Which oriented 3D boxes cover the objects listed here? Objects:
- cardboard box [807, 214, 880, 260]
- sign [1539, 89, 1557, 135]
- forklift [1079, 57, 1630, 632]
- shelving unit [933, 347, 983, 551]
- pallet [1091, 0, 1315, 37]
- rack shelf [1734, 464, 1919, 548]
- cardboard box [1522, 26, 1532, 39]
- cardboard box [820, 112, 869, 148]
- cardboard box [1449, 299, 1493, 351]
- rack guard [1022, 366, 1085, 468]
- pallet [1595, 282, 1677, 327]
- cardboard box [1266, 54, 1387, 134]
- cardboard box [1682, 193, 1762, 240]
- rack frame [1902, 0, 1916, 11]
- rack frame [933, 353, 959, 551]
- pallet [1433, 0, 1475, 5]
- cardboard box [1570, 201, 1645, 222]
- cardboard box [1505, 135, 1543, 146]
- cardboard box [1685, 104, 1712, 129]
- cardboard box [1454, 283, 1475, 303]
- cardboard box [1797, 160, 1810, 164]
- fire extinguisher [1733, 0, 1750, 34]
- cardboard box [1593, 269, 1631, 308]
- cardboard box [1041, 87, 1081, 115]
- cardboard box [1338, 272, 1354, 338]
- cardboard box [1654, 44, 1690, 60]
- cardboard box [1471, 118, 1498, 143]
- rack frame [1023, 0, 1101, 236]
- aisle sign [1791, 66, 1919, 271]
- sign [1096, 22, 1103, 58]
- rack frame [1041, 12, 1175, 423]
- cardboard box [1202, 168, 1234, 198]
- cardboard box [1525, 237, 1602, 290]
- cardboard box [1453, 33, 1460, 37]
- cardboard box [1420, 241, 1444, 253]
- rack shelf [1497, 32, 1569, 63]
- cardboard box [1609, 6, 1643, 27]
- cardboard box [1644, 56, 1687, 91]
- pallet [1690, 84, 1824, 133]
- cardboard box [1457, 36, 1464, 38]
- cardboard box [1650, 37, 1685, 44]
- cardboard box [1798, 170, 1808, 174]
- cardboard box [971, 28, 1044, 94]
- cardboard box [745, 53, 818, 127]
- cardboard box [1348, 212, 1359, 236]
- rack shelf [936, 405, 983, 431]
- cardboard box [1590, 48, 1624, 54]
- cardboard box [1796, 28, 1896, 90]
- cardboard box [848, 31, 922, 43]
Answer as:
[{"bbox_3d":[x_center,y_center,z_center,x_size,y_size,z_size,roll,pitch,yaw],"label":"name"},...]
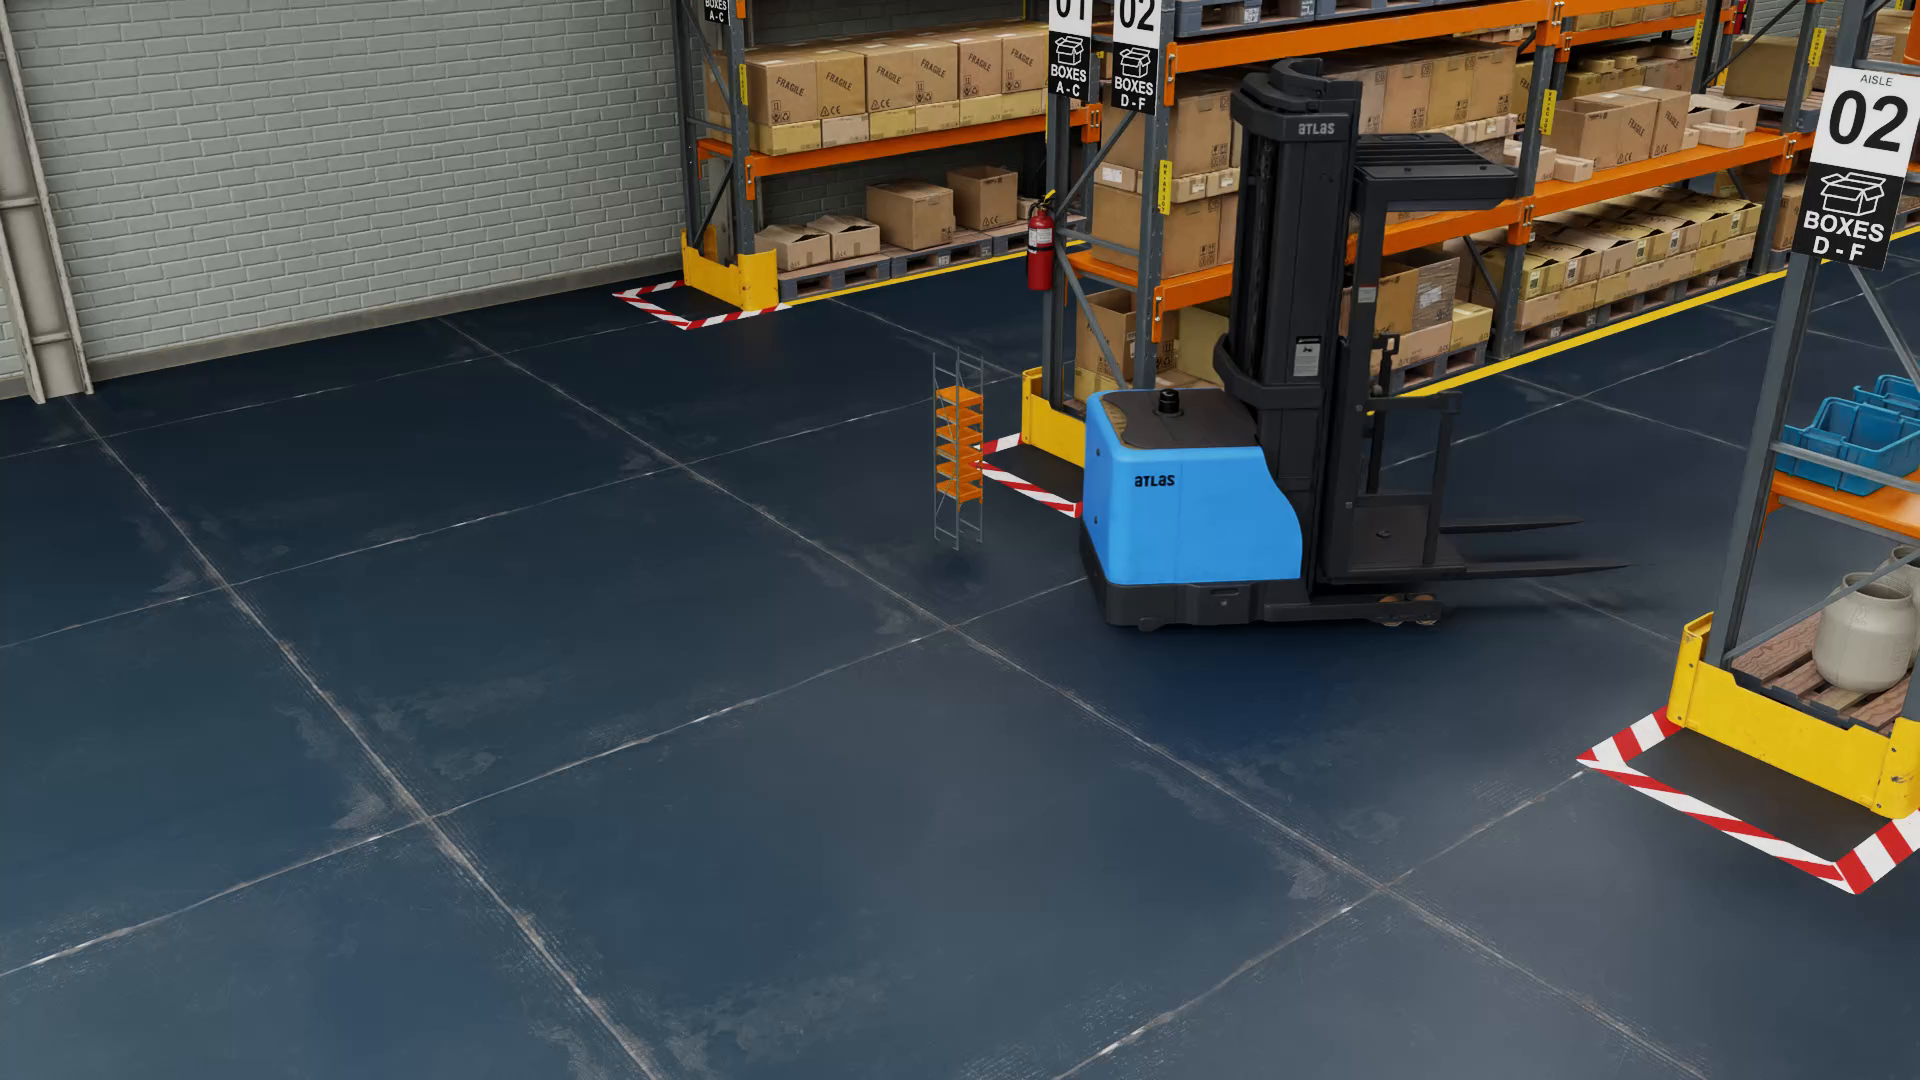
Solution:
[{"bbox_3d":[-1.087,-2.848,15.494,0.500,0.311,0.500,-15,29,-30],"label":"cardboard box"},{"bbox_3d":[4.415,-3.214,12.490,0.005,0.325,0.100,-18,31,-34],"label":"sign"},{"bbox_3d":[2.257,-1.069,9.071,3.031,2.935,1.130,-2,25,-5],"label":"forklift"},{"bbox_3d":[-0.011,-0.540,9.989,0.189,1.200,0.258,-18,31,-34],"label":"shelving unit"},{"bbox_3d":[1.496,-3.425,10.609,1.213,0.211,1.003,-18,31,-34],"label":"pallet"},{"bbox_3d":[5.551,-0.481,8.578,4.000,0.370,1.077,-18,31,-34],"label":"rack shelf"},{"bbox_3d":[6.800,-6.275,20.482,0.250,0.149,0.380,-17,30,-32],"label":"cardboard box"},{"bbox_3d":[-1.156,-3.672,14.753,0.500,0.250,0.500,-19,31,-36],"label":"cardboard box"},{"bbox_3d":[3.842,-1.719,13.159,0.500,0.250,0.500,-18,31,-34],"label":"cardboard box"},{"bbox_3d":[0.905,-0.790,11.358,0.348,0.500,1.175,-18,31,-34],"label":"rack guard"},{"bbox_3d":[5.588,-2.227,14.798,1.213,0.211,1.003,-18,31,-34],"label":"pallet"},{"bbox_3d":[2.542,-3.094,11.694,0.500,0.500,0.700,-18,31,-34],"label":"cardboard box"},{"bbox_3d":[6.959,-2.988,15.226,0.500,0.311,0.500,-17,30,-33],"label":"cardboard box"},{"bbox_3d":[10.367,-5.047,17.562,0.127,3.000,1.000,-18,31,-34],"label":"rack frame"},{"bbox_3d":[-0.083,-0.517,9.938,0.006,1.200,0.240,-18,31,-34],"label":"rack frame"},{"bbox_3d":[3.416,-4.059,11.975,1.213,0.211,1.003,-18,31,-34],"label":"pallet"},{"bbox_3d":[5.815,-2.896,15.028,0.500,0.311,0.500,-19,31,-35],"label":"cardboard box"},{"bbox_3d":[4.650,-3.197,13.735,0.258,0.266,0.396,-19,31,-35],"label":"cardboard box"},{"bbox_3d":[6.396,-3.799,14.979,0.500,0.311,0.500,-19,31,-35],"label":"cardboard box"},{"bbox_3d":[4.219,-2.116,14.013,0.500,0.250,0.500,-19,31,-35],"label":"cardboard box"},{"bbox_3d":[8.627,-3.667,17.035,0.500,0.500,0.500,-20,31,-36],"label":"cardboard box"},{"bbox_3d":[10.858,-7.408,23.184,0.183,0.674,0.296,-18,31,-34],"label":"fire extinguisher"},{"bbox_3d":[5.351,-2.203,14.200,0.500,0.250,0.500,-19,31,-36],"label":"cardboard box"},{"bbox_3d":[0.826,-4.326,16.163,0.500,0.250,0.500,-18,30,-34],"label":"cardboard box"},{"bbox_3d":[2.665,-1.668,12.157,0.500,0.500,0.500,-18,31,-34],"label":"cardboard box"},{"bbox_3d":[9.777,-6.702,22.827,0.250,0.149,0.380,-17,30,-33],"label":"cardboard box"},{"bbox_3d":[3.794,-3.103,12.484,0.250,0.149,0.380,-19,31,-35],"label":"cardboard box"},{"bbox_3d":[1.012,-4.609,16.618,0.127,3.000,1.000,-18,31,-34],"label":"rack frame"},{"bbox_3d":[3.738,-1.547,6.932,0.004,0.787,0.394,-18,31,-34],"label":"aisle sign"},{"bbox_3d":[1.353,-4.824,16.052,0.005,0.325,0.100,-18,31,-34],"label":"sign"},{"bbox_3d":[0.924,-1.930,10.845,0.127,3.000,1.000,-18,31,-34],"label":"rack frame"},{"bbox_3d":[1.572,-2.369,10.903,0.250,0.149,0.380,-19,31,-35],"label":"cardboard box"},{"bbox_3d":[4.948,-2.320,13.786,0.500,0.311,0.500,-19,31,-35],"label":"cardboard box"},{"bbox_3d":[5.509,-6.140,19.421,0.500,0.500,0.500,-18,31,-34],"label":"cardboard box"},{"bbox_3d":[3.514,-2.236,13.380,0.500,0.500,0.500,-18,31,-34],"label":"cardboard box"},{"bbox_3d":[5.734,-5.841,20.127,4.000,0.370,1.077,-18,31,-34],"label":"rack shelf"},{"bbox_3d":[8.322,-7.146,21.729,0.700,0.700,0.980,-19,31,-35],"label":"cardboard box"},{"bbox_3d":[9.572,-6.438,23.029,0.500,0.500,0.700,-18,31,-34],"label":"cardboard box"},{"bbox_3d":[7.709,-4.120,15.793,1.003,0.211,1.213,-18,31,-34],"label":"pallet"},{"bbox_3d":[5.762,-5.954,19.790,0.250,0.149,0.380,-18,30,-34],"label":"cardboard box"},{"bbox_3d":[9.941,-6.961,23.385,0.250,0.149,0.380,-18,30,-34],"label":"cardboard box"},{"bbox_3d":[8.560,-3.364,16.381,0.500,0.500,0.500,-19,31,-35],"label":"cardboard box"},{"bbox_3d":[0.442,-4.533,15.718,0.500,0.500,0.500,-18,31,-34],"label":"cardboard box"},{"bbox_3d":[-1.575,-3.875,14.301,0.500,0.500,0.500,-18,31,-34],"label":"cardboard box"},{"bbox_3d":[2.516,-2.495,11.944,0.500,0.500,0.700,-17,30,-33],"label":"cardboard box"},{"bbox_3d":[-0.011,-0.718,9.907,0.180,0.103,0.258,-18,31,-34],"label":"rack shelf"},{"bbox_3d":[8.745,-6.565,22.533,0.250,0.149,0.380,-19,31,-35],"label":"cardboard box"},{"bbox_3d":[8.483,-4.619,16.022,0.500,0.500,0.700,-12,28,-24],"label":"cardboard box"},{"bbox_3d":[-0.693,-4.438,15.513,0.500,0.500,0.500,-18,30,-33],"label":"cardboard box"}]
